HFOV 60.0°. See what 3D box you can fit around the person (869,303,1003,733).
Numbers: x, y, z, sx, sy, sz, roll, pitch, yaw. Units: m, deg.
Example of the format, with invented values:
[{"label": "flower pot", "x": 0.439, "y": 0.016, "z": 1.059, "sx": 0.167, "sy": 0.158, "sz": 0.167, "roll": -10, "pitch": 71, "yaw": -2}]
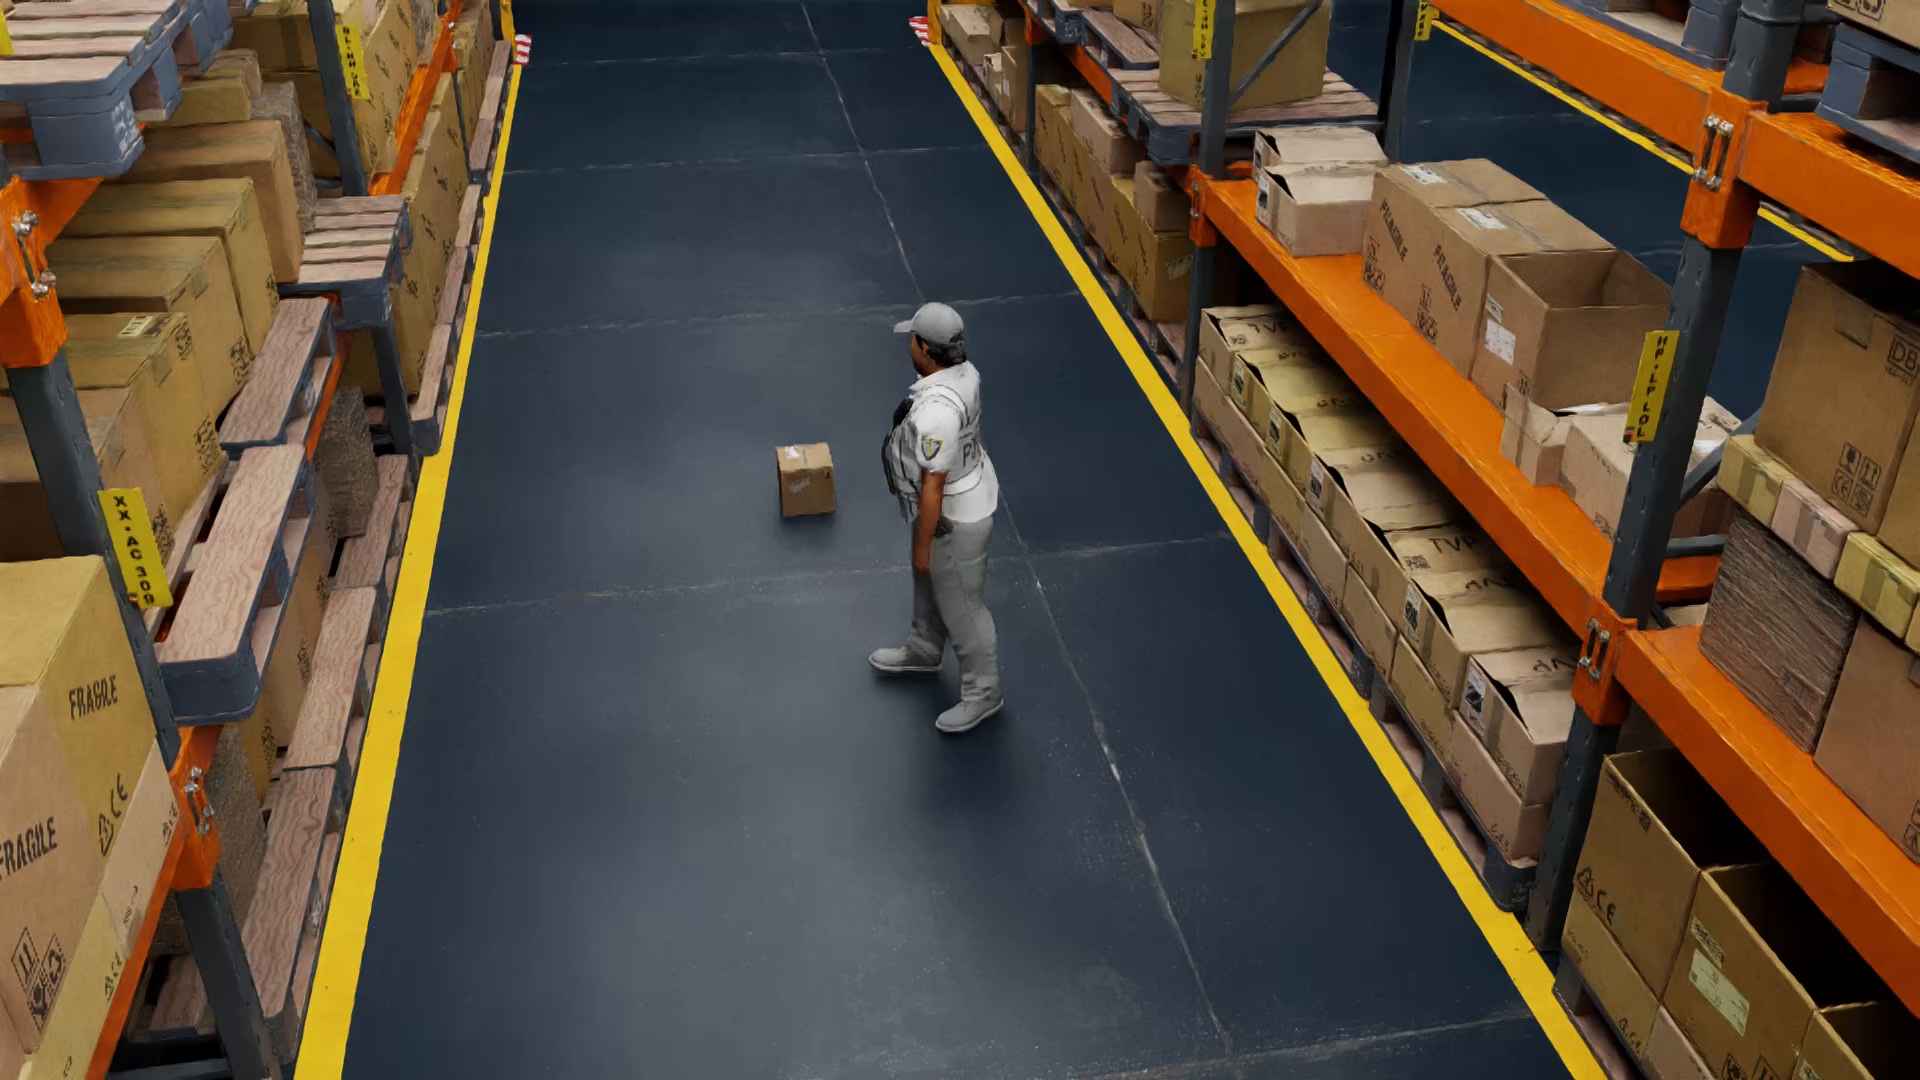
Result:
[{"label": "person", "x": -0.102, "y": -0.115, "z": 6.283, "sx": 0.562, "sy": 1.658, "sz": 0.604, "roll": 2, "pitch": 31, "yaw": 4}]
